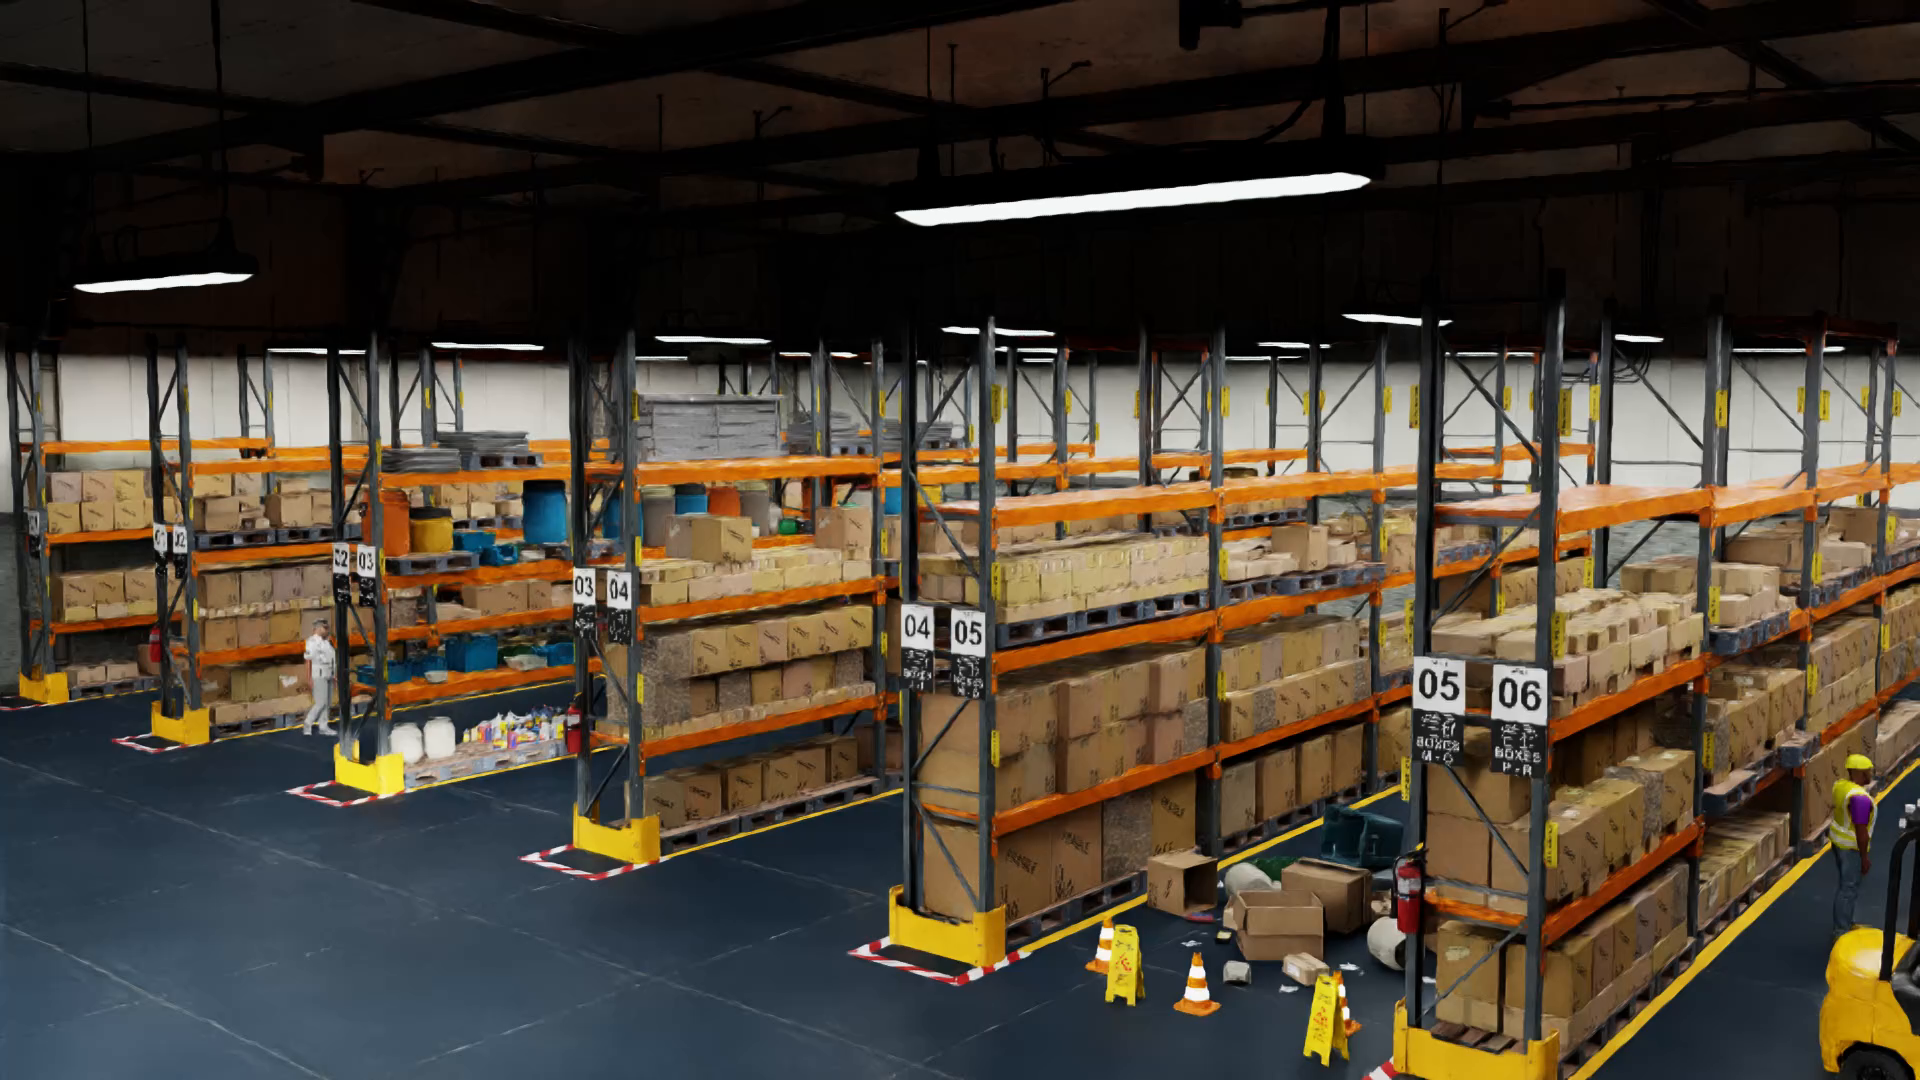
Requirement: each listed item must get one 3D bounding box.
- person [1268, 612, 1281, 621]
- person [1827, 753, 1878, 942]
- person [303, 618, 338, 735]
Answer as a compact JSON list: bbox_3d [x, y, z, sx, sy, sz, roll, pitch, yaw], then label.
[{"bbox_3d":[5.197,1.924,27.247,0.628,1.604,0.596,4,6,36],"label":"person"},{"bbox_3d":[8.390,2.867,15.543,0.455,1.772,0.629,1,5,7],"label":"person"},{"bbox_3d":[-9.591,2.050,24.904,0.471,1.755,0.576,1,5,10],"label":"person"}]
